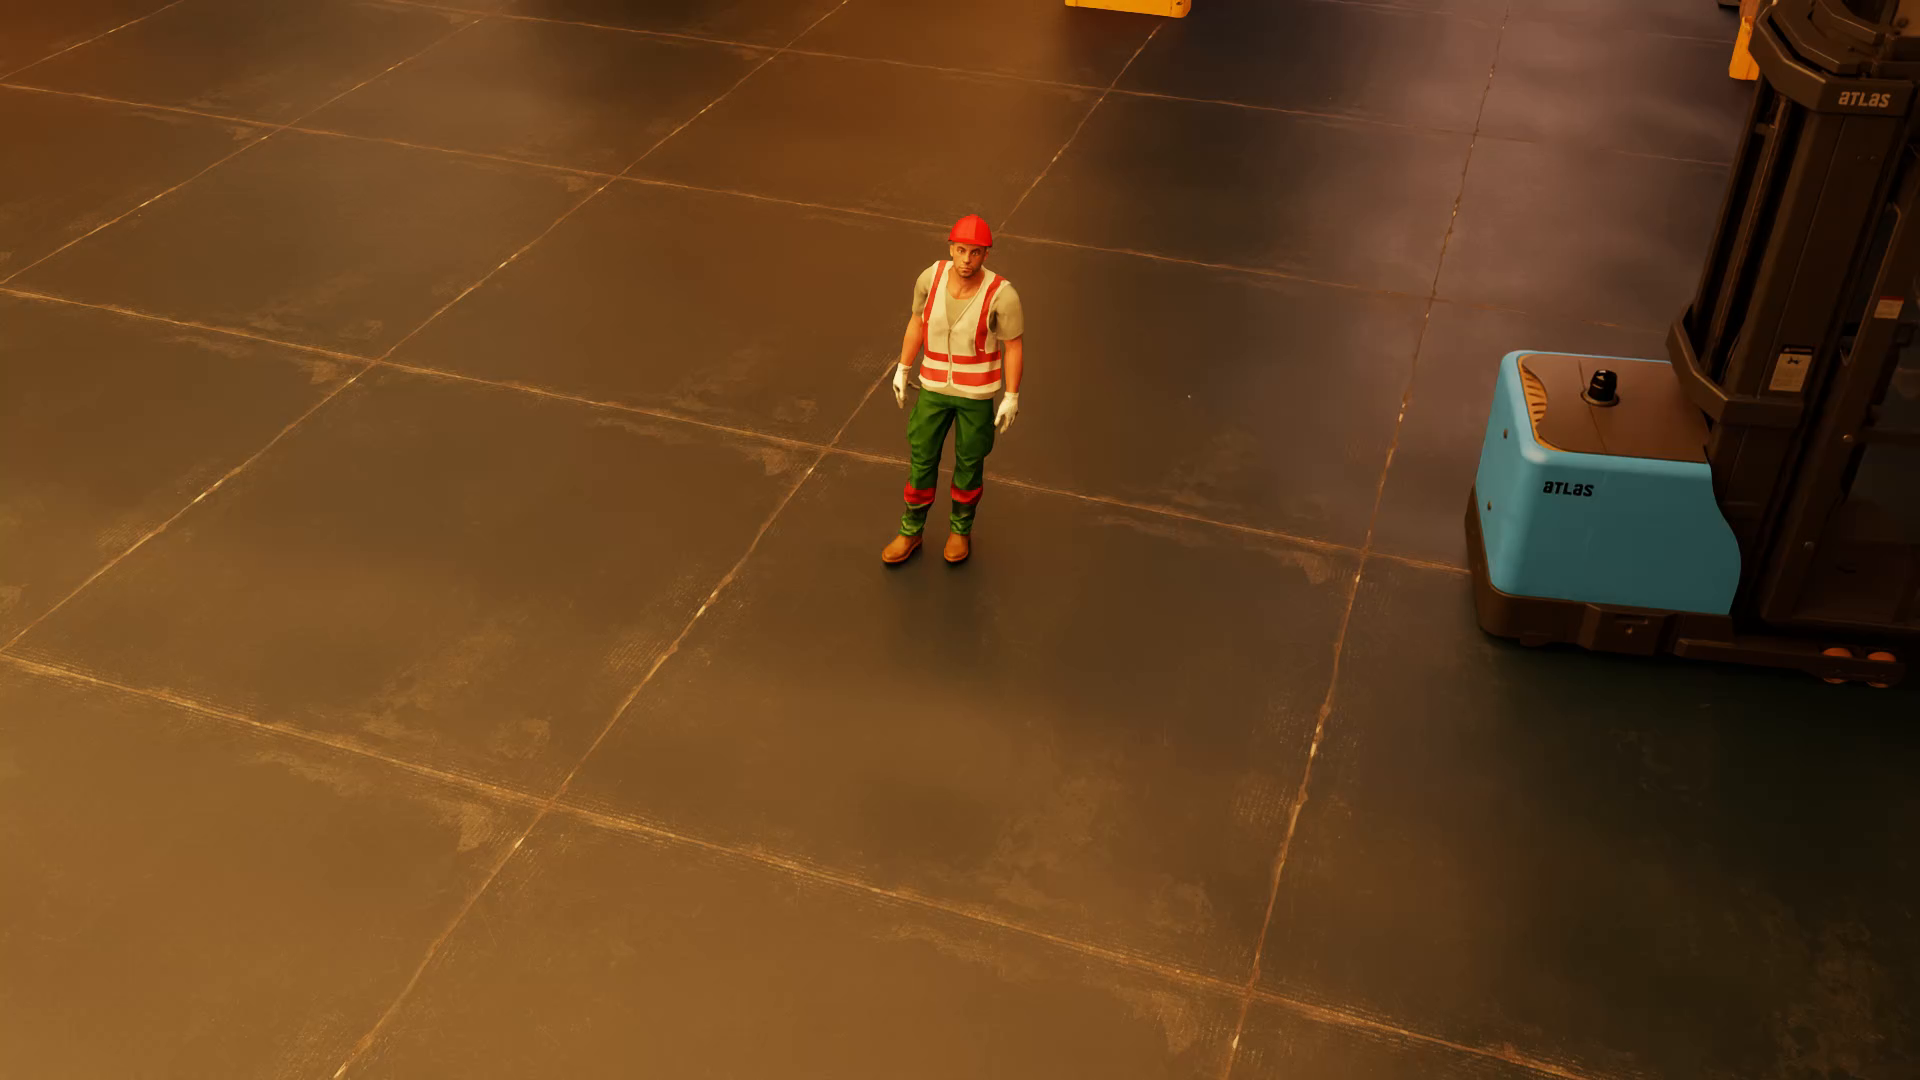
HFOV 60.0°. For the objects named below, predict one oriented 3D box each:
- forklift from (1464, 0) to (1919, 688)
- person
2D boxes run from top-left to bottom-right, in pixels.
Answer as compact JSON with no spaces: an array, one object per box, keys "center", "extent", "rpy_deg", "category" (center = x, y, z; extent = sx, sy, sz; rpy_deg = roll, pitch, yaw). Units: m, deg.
[{"center":[4.050,-0.845,7.303],"extent":[3.031,2.935,1.130],"rpy_deg":[5,36,8],"category":"forklift"},{"center":[-0.037,-0.693,8.064],"extent":[0.638,1.789,0.562],"rpy_deg":[12,37,16],"category":"person"}]
